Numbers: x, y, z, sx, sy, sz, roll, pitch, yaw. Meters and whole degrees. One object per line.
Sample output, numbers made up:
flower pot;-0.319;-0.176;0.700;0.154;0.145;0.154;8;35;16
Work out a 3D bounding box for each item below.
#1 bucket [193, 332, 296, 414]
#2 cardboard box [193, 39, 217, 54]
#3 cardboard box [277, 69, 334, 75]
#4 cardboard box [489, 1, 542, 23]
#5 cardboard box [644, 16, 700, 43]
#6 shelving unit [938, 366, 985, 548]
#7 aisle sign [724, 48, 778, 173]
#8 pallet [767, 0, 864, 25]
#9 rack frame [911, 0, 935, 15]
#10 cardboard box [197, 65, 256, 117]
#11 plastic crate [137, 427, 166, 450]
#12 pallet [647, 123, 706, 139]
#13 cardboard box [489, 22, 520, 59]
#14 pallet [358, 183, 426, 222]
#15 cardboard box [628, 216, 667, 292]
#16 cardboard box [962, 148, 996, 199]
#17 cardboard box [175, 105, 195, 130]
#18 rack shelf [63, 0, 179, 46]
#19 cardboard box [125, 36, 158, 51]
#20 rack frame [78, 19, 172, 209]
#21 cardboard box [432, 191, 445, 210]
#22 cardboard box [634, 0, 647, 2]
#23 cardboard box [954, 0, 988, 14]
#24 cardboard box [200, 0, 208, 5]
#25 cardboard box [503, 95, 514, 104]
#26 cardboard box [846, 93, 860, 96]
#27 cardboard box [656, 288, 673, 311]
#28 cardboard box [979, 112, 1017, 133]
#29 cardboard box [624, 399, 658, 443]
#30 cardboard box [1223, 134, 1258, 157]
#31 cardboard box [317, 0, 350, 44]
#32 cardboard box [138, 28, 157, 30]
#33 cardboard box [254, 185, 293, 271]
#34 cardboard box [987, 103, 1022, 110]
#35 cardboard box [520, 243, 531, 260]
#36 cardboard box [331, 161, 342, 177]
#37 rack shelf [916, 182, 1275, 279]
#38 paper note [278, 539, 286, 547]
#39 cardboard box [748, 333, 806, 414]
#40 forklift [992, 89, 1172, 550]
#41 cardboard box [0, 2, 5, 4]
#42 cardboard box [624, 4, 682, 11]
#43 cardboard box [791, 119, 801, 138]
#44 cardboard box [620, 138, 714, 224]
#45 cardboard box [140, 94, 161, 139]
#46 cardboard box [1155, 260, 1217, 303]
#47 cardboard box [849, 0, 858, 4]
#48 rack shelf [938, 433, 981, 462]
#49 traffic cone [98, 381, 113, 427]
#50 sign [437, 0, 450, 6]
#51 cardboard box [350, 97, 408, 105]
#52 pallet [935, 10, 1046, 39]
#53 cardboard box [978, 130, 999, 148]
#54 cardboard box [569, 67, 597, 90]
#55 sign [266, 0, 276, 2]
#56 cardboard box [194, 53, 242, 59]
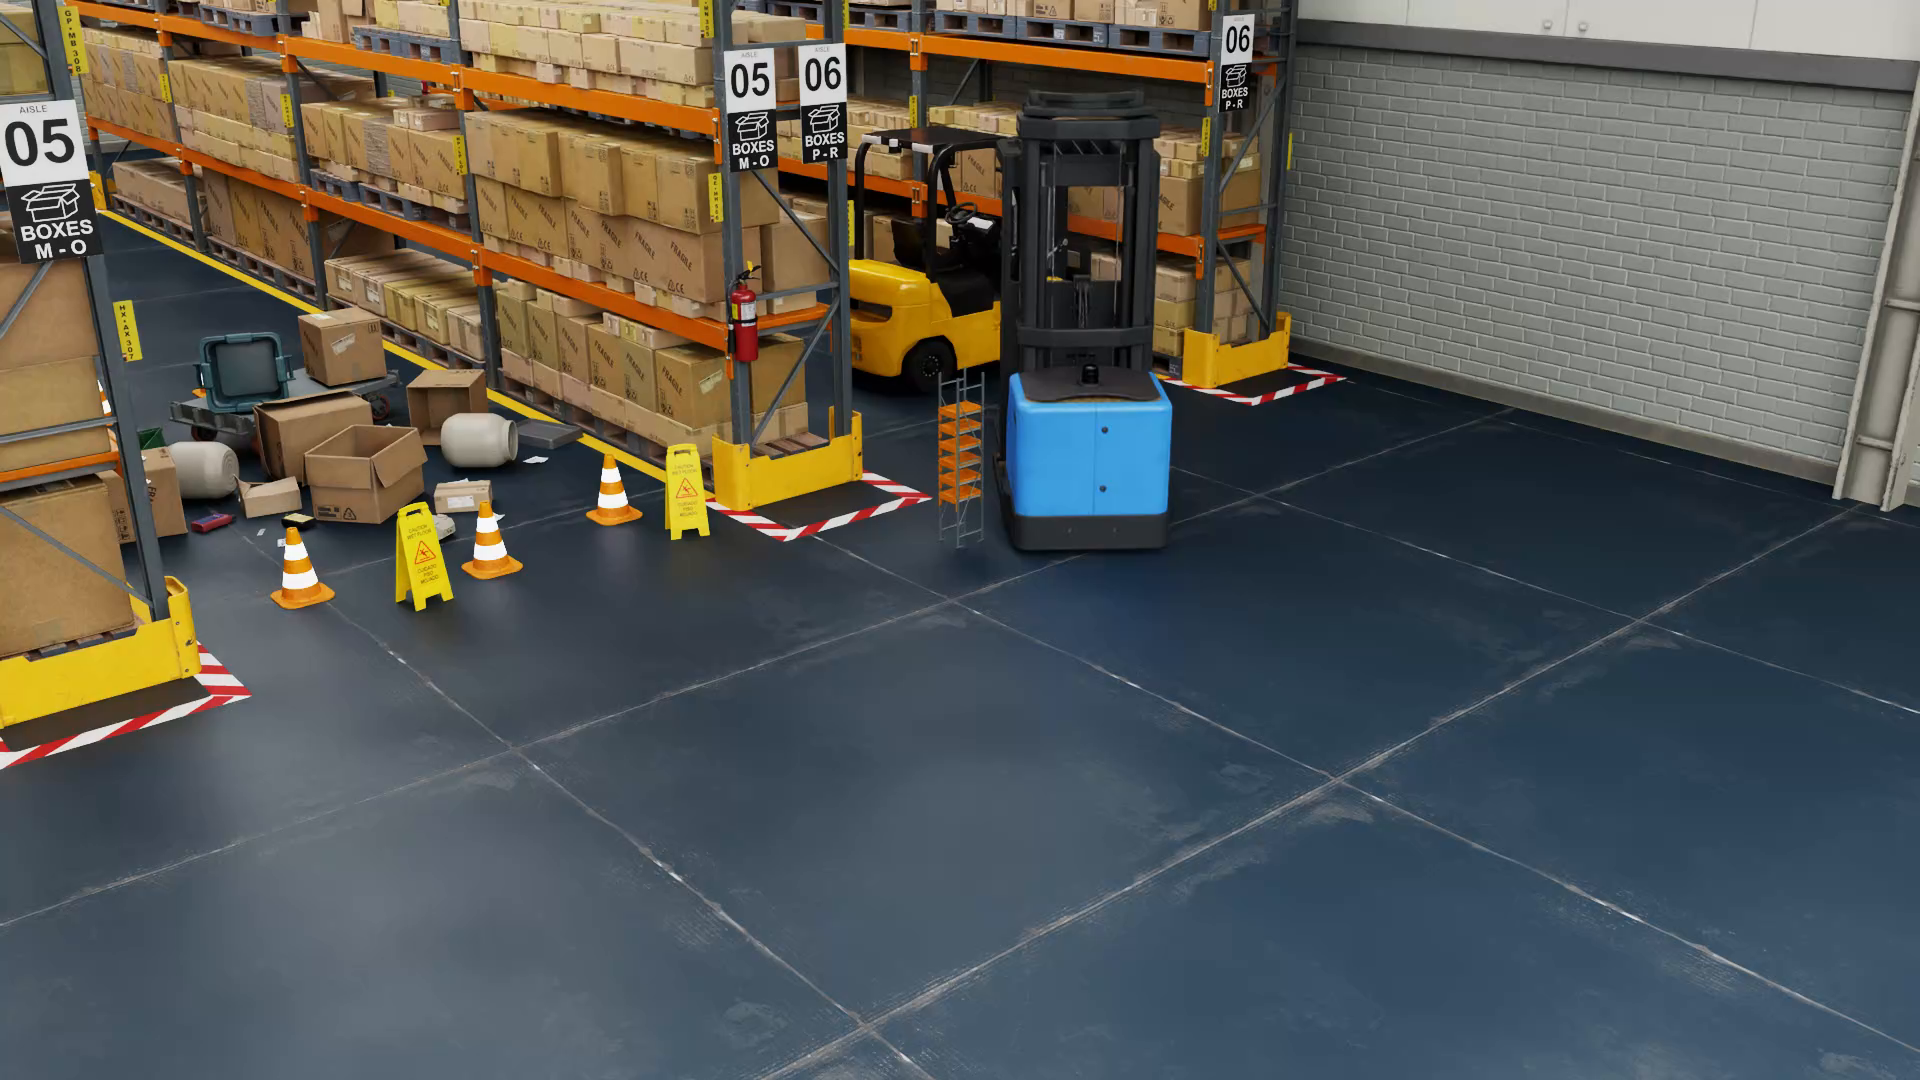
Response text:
bucket;-5.680;-1.353;13.229;0.726;0.611;0.620;-8;13;-19
cardboard box;-9.242;-6.105;20.560;0.380;0.149;0.250;-17;27;-37
cardboard box;-7.236;-4.957;18.520;0.500;0.500;0.500;-17;27;-36
cardboard box;-3.516;-4.211;13.259;0.380;0.149;0.250;-19;28;-39
cardboard box;-1.985;-3.580;11.649;0.380;0.149;0.250;-18;28;-38
shelving unit;0.009;-0.555;11.255;0.258;1.200;0.189;-17;27;-37
aisle sign;-1.400;-2.883;11.168;0.394;0.787;0.004;-17;27;-37
pallet;-1.442;-5.986;18.801;1.003;0.211;1.213;-16;26;-35
rack frame;-0.074;-6.840;16.609;1.000;3.000;0.127;-17;27;-37
cardboard box;-8.306;-5.124;18.944;0.500;0.500;0.500;-18;28;-39
plastic crate;-6.410;-0.639;12.780;0.450;0.188;0.662;-13;23;-6
pallet;-3.180;-5.233;20.996;1.213;0.211;1.003;-17;27;-37
cardboard box;-3.408;-4.003;13.275;0.500;0.250;0.500;-18;28;-38
pallet;-5.119;-3.343;16.169;1.003;0.211;1.213;-17;27;-37
cardboard box;-2.107;-2.168;12.361;0.500;0.500;0.500;-17;27;-37
cardboard box;0.371;-3.769;16.856;0.500;0.500;0.500;-17;27;-37
cardboard box;-8.980;-5.049;19.782;0.500;0.250;0.500;-18;28;-39
rack shelf;-10.359;-6.689;21.322;1.077;0.370;4.000;-17;27;-37
cardboard box;-10.282;-6.266;20.972;0.380;0.149;0.250;-18;28;-39
rack frame;-11.665;-6.180;23.149;1.000;3.000;0.127;-17;27;-37
cardboard box;-4.535;-3.096;15.045;0.380;0.149;0.250;-18;28;-39
cardboard box;-3.859;-6.840;20.927;0.500;0.250;0.500;-17;27;-37
cardboard box;0.285;-5.356;16.343;0.500;0.311;0.500;-17;27;-36
cardboard box;-8.126;-6.016;18.226;0.396;0.266;0.258;-15;26;-33
cardboard box;-6.408;-6.444;24.168;0.380;0.149;0.250;-18;28;-38
cardboard box;-1.390;-5.136;19.458;0.380;0.149;0.250;-18;28;-38
cardboard box;-2.027;-1.814;12.347;0.380;0.149;0.250;-18;28;-38
cardboard box;0.412;-4.161;16.560;0.380;0.149;0.250;-17;27;-36
cardboard box;-2.284;-0.979;13.064;0.500;0.250;0.500;-17;27;-37
cardboard box;2.480;-3.573;15.058;0.380;0.149;0.250;-18;28;-38
cardboard box;-5.831;-5.148;16.266;0.700;0.500;0.500;-17;27;-37
cardboard box;-10.729;-6.747;22.200;0.380;0.149;0.250;-17;27;-36
cardboard box;-7.410;-3.634;18.986;0.875;0.875;0.875;-17;27;-37
cardboard box;0.496;-4.439;17.269;0.380;0.149;0.250;-18;28;-39
cardboard box;-3.468;-2.460;13.997;0.380;0.149;0.250;-18;27;-38
cardboard box;-6.068;-3.741;16.692;0.380;0.149;0.250;-20;29;-41
rack shelf;1.232;-3.159;16.424;1.077;0.370;4.000;-17;27;-37
paper note;-4.615;0.004;11.433;0.144;0.017;0.142;-8;23;-19
cardboard box;-1.554;-1.319;12.904;0.500;0.500;0.500;-19;28;-39
forklift;0.824;-1.787;12.026;1.130;2.935;3.031;-1;21;-2
cardboard box;-5.376;-2.824;9.006;0.380;0.149;0.250;-17;27;-37
cardboard box;-2.375;-4.074;12.911;0.380;0.149;0.250;-17;27;-37
cardboard box;-1.574;-4.712;18.921;0.500;0.250;0.500;-17;27;-37
cardboard box;-2.044;-2.641;12.197;0.700;0.500;0.500;-17;27;-37
cardboard box;-9.890;-5.329;20.840;0.500;0.500;0.500;-18;28;-39
cardboard box;2.001;-2.376;15.260;0.500;0.250;0.500;-16;27;-36
cardboard box;-1.021;-5.800;17.699;0.380;0.149;0.250;-18;27;-38
rack shelf;0.009;-0.625;11.227;0.258;0.103;0.180;-17;27;-37
traffic cone;-7.247;-1.207;13.931;0.336;0.463;0.334;-17;27;-37
sign;-4.250;-4.552;13.631;0.100;0.325;0.005;-17;27;-37
cardboard box;-5.935;-4.291;17.205;0.500;0.500;0.500;-18;28;-39
pallet;0.503;-5.173;16.587;1.003;0.211;1.213;-17;27;-37
cardboard box;0.401;-4.023;16.615;0.380;0.149;0.250;-17;27;-36
cardboard box;-2.702;-3.485;12.499;0.380;0.149;0.250;-18;28;-38
sign;-6.868;-5.514;16.518;0.100;0.325;0.005;-17;27;-37
cardboard box;-9.181;-5.776;20.610;0.500;0.500;0.500;-17;27;-37
